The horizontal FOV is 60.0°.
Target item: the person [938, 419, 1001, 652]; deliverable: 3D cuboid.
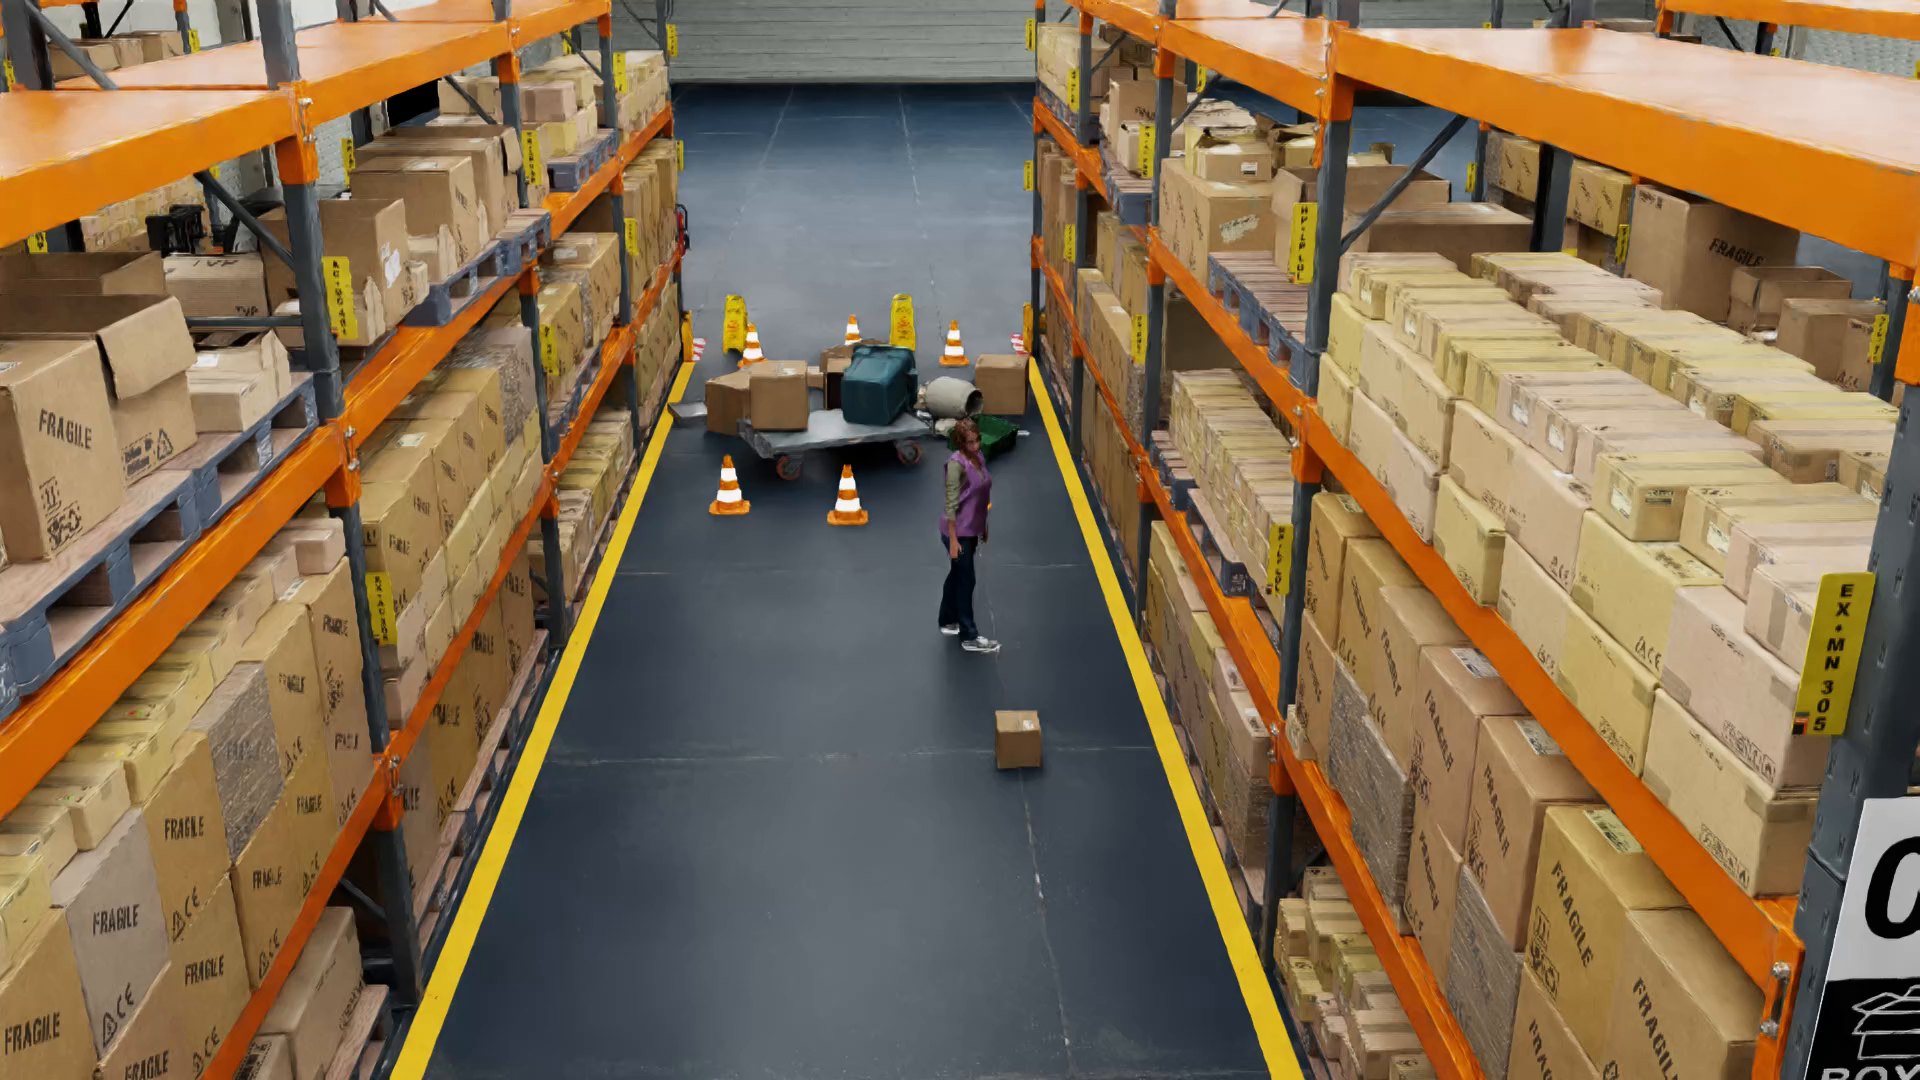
[{"bbox_3d":[0.062,-0.038,11.130,0.518,1.595,0.509,8,22,21],"label":"person"}]
